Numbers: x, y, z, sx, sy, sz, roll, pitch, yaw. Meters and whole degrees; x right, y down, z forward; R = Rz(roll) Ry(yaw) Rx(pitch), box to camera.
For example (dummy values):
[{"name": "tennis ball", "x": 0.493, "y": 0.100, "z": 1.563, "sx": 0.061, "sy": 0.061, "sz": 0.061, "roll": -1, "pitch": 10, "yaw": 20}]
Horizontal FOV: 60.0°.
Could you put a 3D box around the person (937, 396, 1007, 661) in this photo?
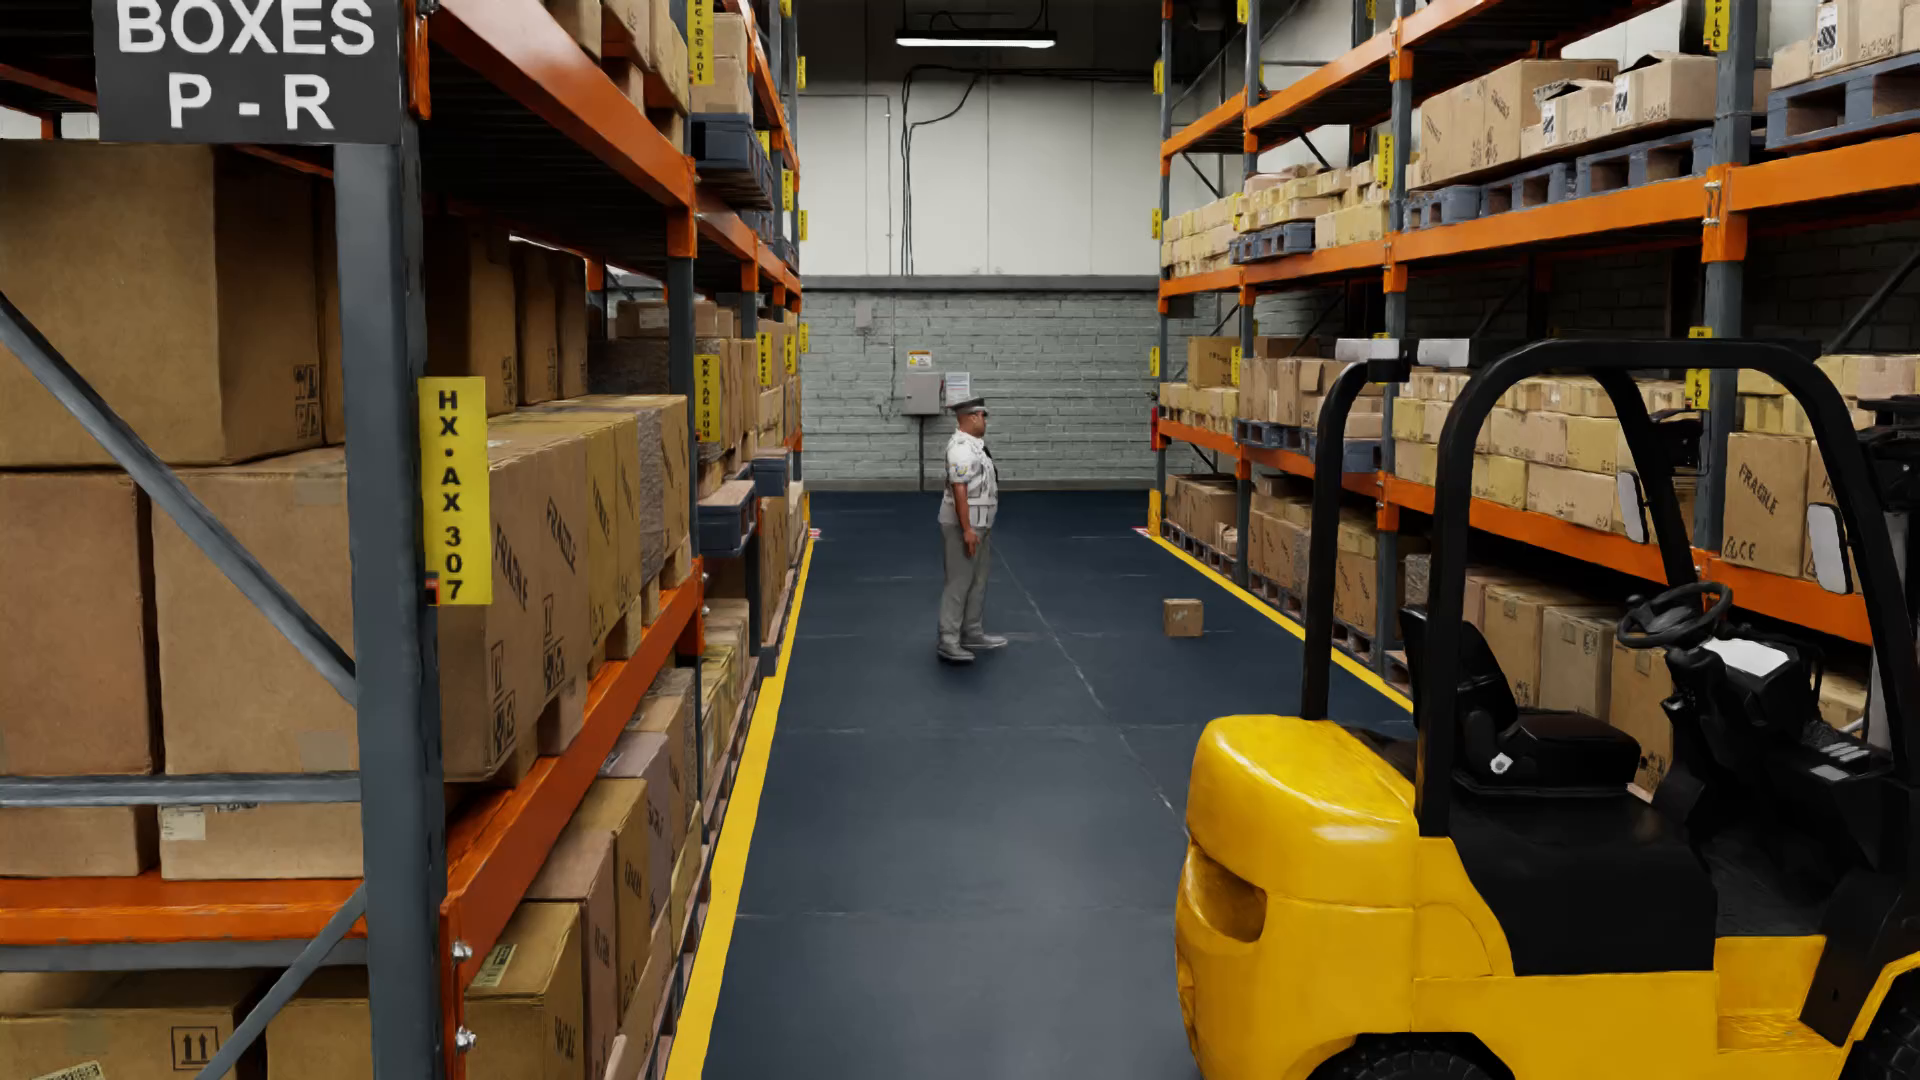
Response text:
[{"name": "person", "x": 0.073, "y": -0.098, "z": 11.301, "sx": 0.439, "sy": 1.762, "sz": 0.628, "roll": 1, "pitch": 7, "yaw": 10}]
